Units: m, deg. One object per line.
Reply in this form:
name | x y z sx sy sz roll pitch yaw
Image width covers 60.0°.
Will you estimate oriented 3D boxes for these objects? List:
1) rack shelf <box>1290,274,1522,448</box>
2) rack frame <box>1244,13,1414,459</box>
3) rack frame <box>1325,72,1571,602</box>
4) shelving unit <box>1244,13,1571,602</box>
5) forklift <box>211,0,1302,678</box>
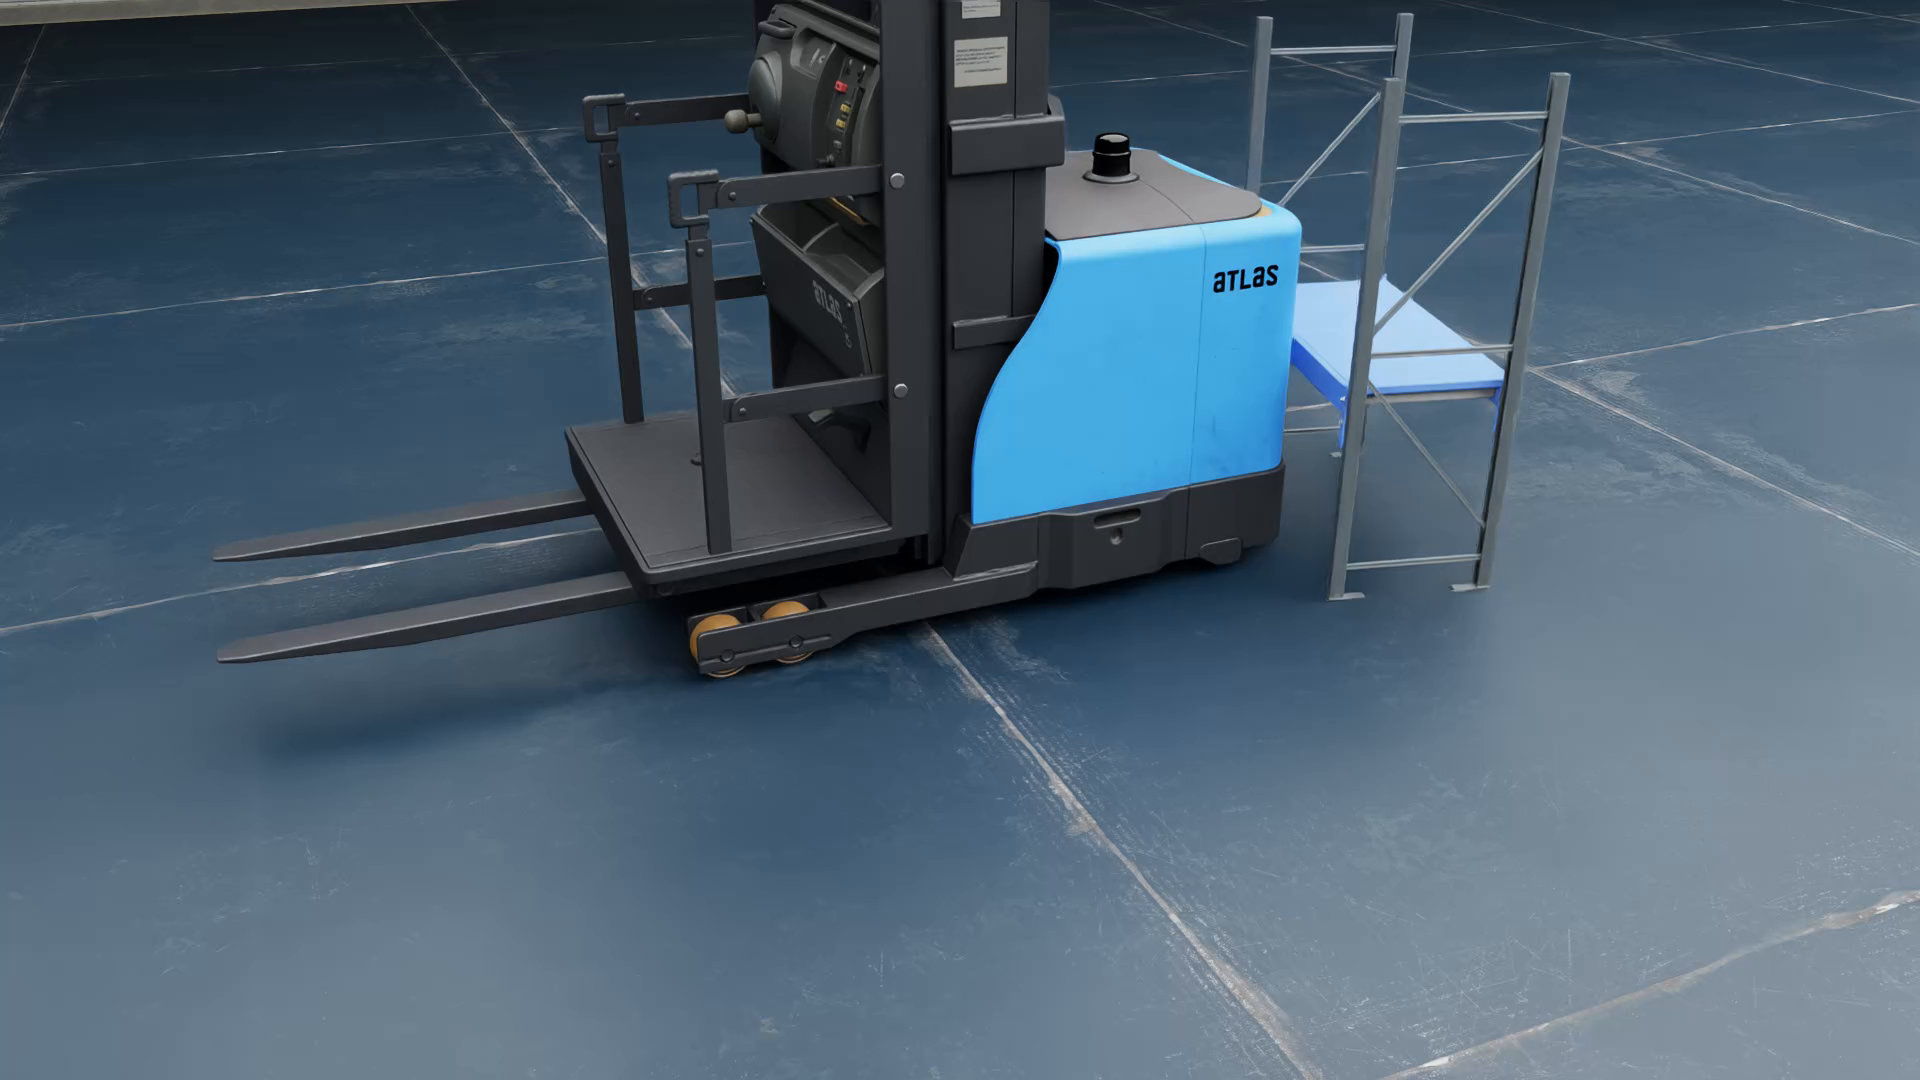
rack shelf | 1.248 -0.575 5.128 0.538 0.185 1.000 -4 26 -8
rack frame | 1.168 -0.957 5.500 0.500 1.500 0.032 -4 26 -8
rack frame | 1.328 -0.516 4.598 0.500 1.500 0.032 -4 26 -8
shelving unit | 1.248 -0.737 5.049 0.538 1.500 1.048 -4 26 -8
forklift | -0.580 -1.209 4.386 3.031 2.935 1.130 -11 28 -21
